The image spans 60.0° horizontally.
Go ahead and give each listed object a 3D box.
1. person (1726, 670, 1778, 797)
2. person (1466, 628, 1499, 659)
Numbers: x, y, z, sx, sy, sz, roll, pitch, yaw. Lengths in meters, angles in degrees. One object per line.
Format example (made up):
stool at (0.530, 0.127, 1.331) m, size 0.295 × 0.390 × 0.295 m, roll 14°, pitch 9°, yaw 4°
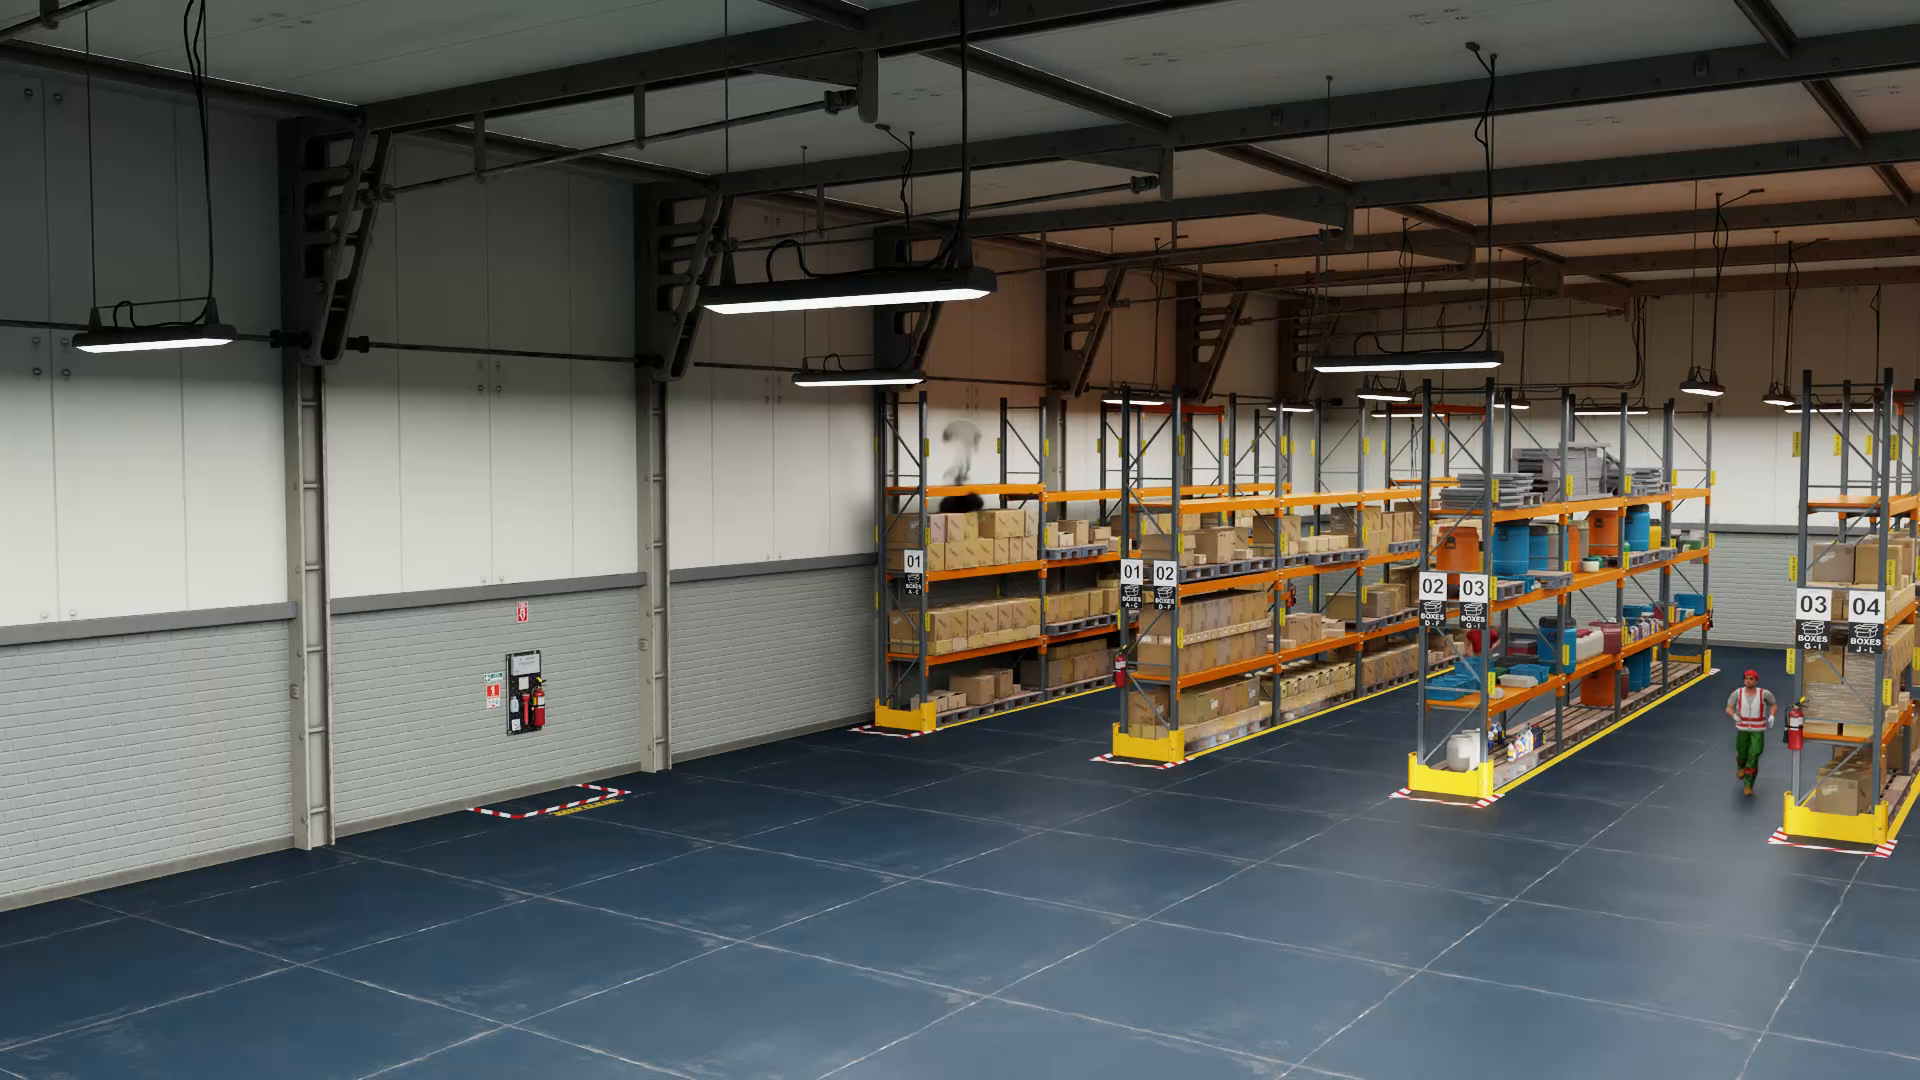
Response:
person at (11.524, 2.760, 24.220) m, size 0.667 × 1.765 × 0.948 m, roll 2°, pitch 4°, yaw 30°
person at (10.436, 2.356, 33.217) m, size 0.658 × 1.668 × 0.781 m, roll 1°, pitch 3°, yaw 24°
